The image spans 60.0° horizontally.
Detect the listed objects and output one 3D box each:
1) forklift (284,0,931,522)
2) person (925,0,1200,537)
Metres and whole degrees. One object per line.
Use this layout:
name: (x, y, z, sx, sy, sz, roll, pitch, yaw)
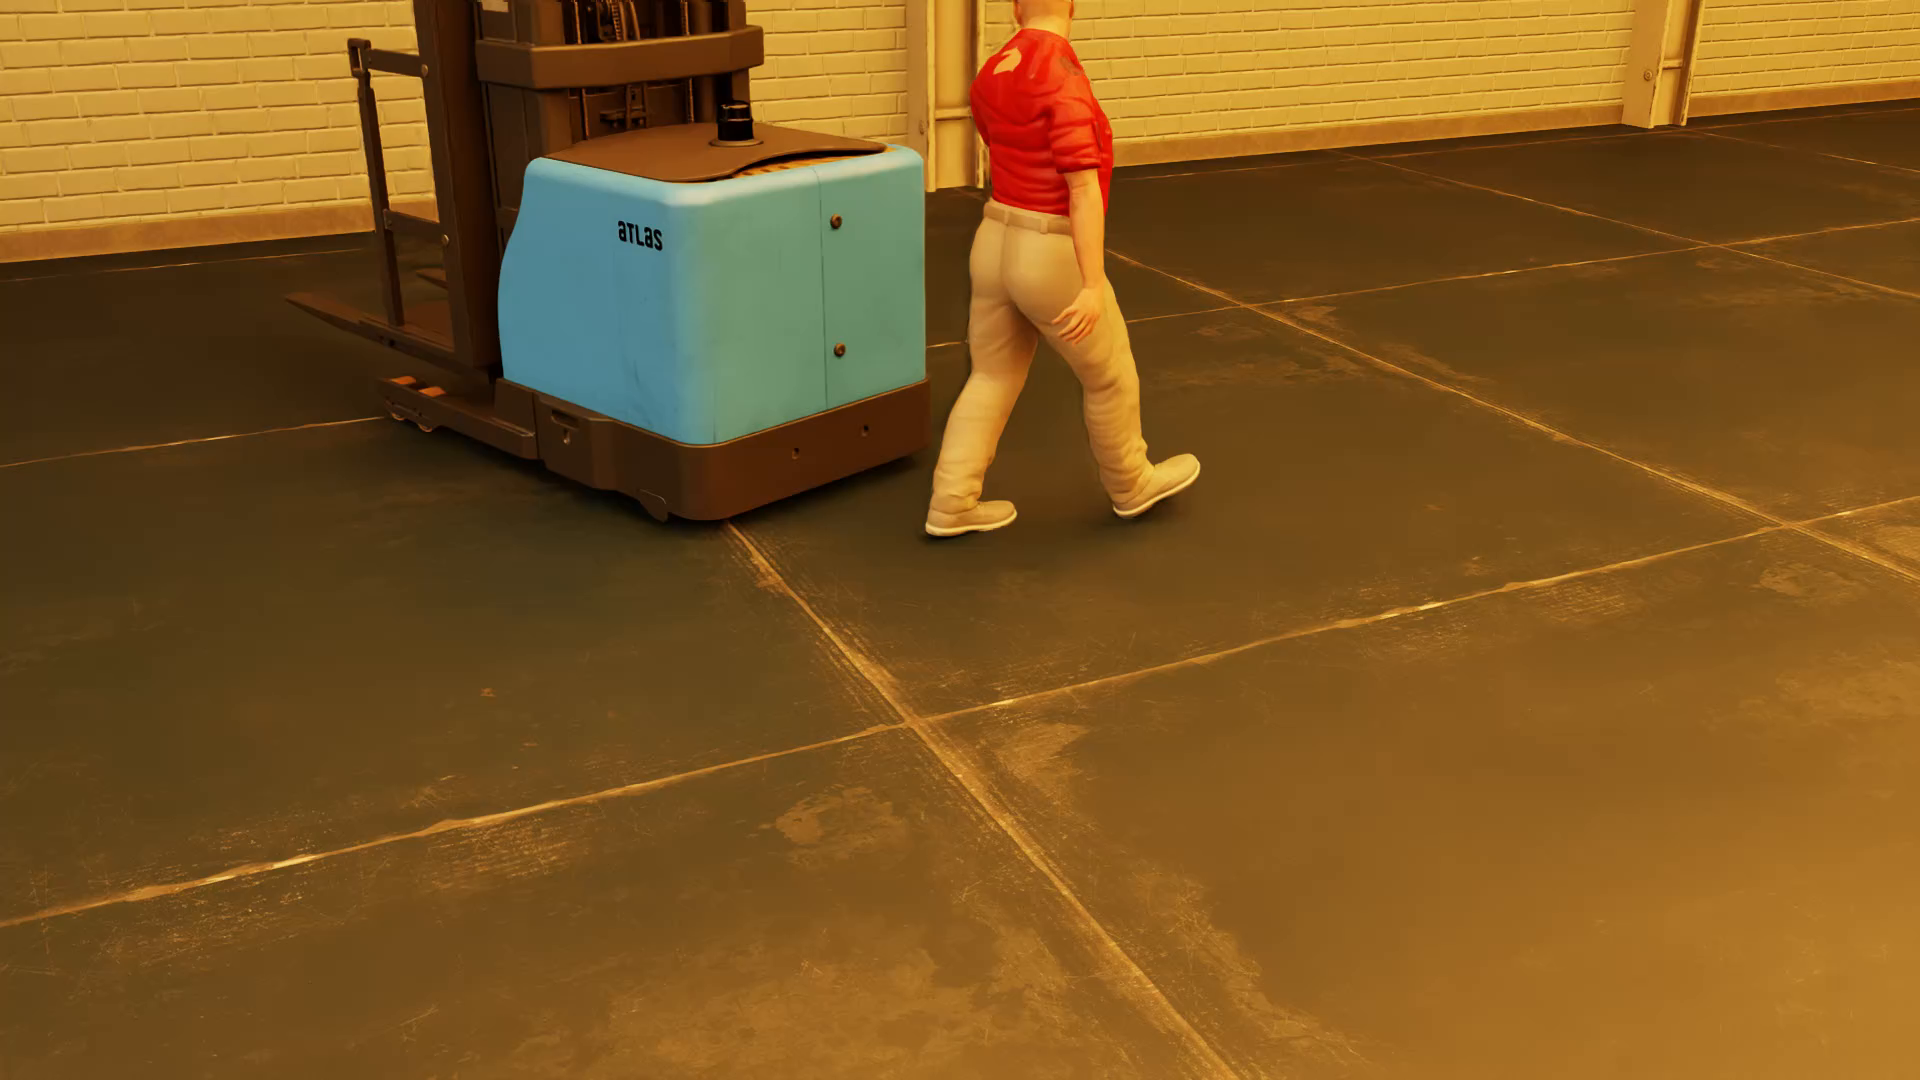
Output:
forklift: (-1.518, -1.872, 5.793, 3.031, 2.935, 1.130, 20, 30, 39)
person: (0.341, -0.834, 4.935, 0.891, 1.679, 0.692, -16, 27, -33)
